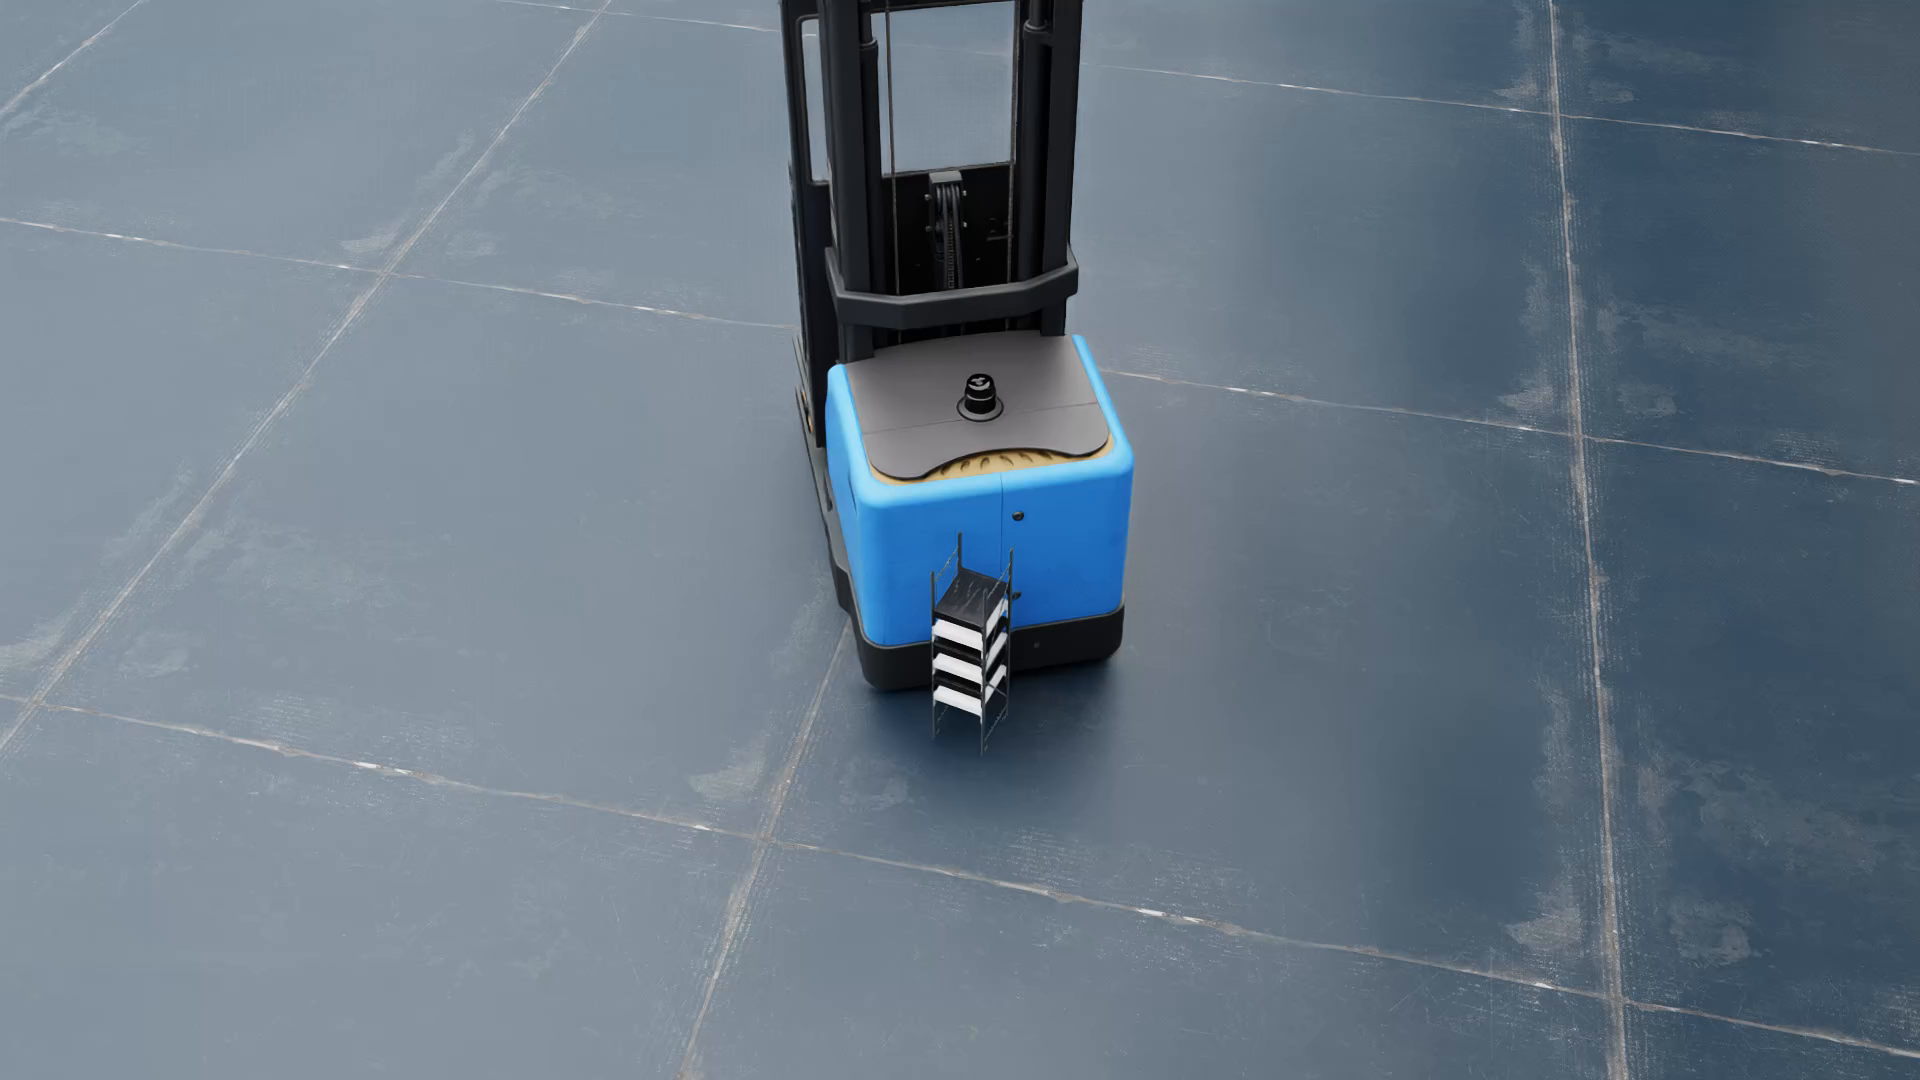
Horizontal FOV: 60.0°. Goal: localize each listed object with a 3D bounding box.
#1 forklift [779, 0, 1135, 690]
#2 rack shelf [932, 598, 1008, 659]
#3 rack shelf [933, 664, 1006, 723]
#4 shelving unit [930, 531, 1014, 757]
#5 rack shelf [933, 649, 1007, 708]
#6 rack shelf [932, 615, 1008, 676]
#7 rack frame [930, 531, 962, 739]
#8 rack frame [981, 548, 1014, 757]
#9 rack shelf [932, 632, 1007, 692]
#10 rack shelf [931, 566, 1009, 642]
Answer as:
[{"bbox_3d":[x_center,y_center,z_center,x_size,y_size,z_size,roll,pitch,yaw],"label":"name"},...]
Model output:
[{"bbox_3d":[-0.149,-1.506,6.661,1.130,2.935,3.031,-8,44,-8],"label":"forklift"},{"bbox_3d":[0.043,0.292,6.046,0.200,0.077,0.258,18,47,18],"label":"rack shelf"},{"bbox_3d":[0.043,0.551,6.296,0.200,0.077,0.258,18,47,18],"label":"rack shelf"},{"bbox_3d":[0.043,0.398,6.148,0.210,0.900,0.258,18,47,18],"label":"shelving unit"},{"bbox_3d":[0.043,0.487,6.233,0.200,0.077,0.258,18,47,18],"label":"rack shelf"},{"bbox_3d":[0.043,0.357,6.109,0.200,0.077,0.258,18,47,18],"label":"rack shelf"},{"bbox_3d":[-0.048,0.367,6.180,0.006,0.900,0.240,18,47,18],"label":"rack frame"},{"bbox_3d":[0.135,0.428,6.116,0.006,0.900,0.240,18,47,18],"label":"rack frame"},{"bbox_3d":[0.043,0.422,6.171,0.200,0.077,0.258,18,47,18],"label":"rack shelf"},{"bbox_3d":[0.043,0.227,5.984,0.200,0.077,0.258,18,47,18],"label":"rack shelf"}]
